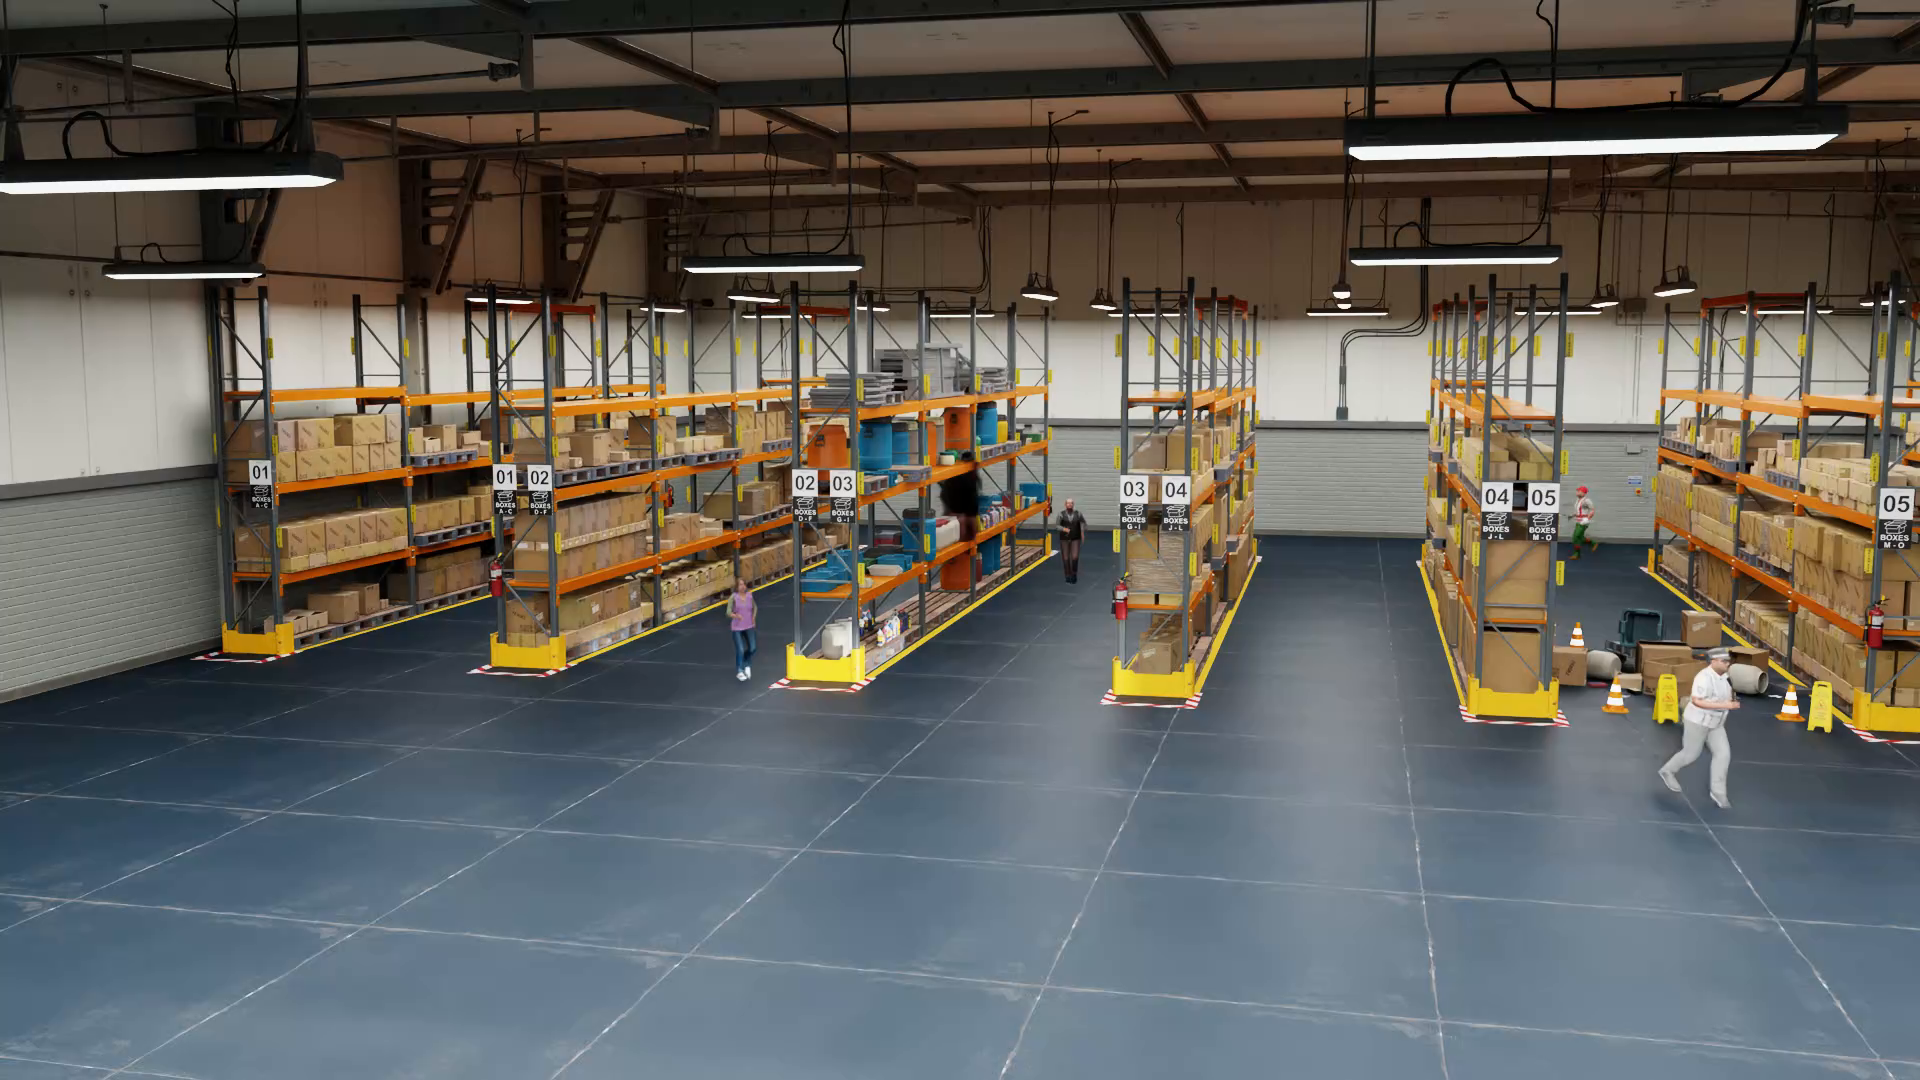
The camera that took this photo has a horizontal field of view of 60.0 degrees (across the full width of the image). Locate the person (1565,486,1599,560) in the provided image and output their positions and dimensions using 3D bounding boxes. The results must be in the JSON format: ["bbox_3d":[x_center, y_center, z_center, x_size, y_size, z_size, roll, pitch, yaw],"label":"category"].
[{"bbox_3d":[14.909,-0.407,39.618,0.786,1.751,0.646,0,7,-4],"label":"person"}]

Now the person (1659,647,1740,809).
[{"bbox_3d":[8.213,2.052,18.420,0.677,1.833,0.952,-4,8,-31],"label":"person"}]

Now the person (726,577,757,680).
[{"bbox_3d":[-3.245,1.347,25.000,0.521,1.560,0.564,-3,7,-23],"label":"person"}]

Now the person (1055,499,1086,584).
[{"bbox_3d":[2.227,0.031,33.487,0.631,1.724,0.631,0,7,3],"label":"person"}]
